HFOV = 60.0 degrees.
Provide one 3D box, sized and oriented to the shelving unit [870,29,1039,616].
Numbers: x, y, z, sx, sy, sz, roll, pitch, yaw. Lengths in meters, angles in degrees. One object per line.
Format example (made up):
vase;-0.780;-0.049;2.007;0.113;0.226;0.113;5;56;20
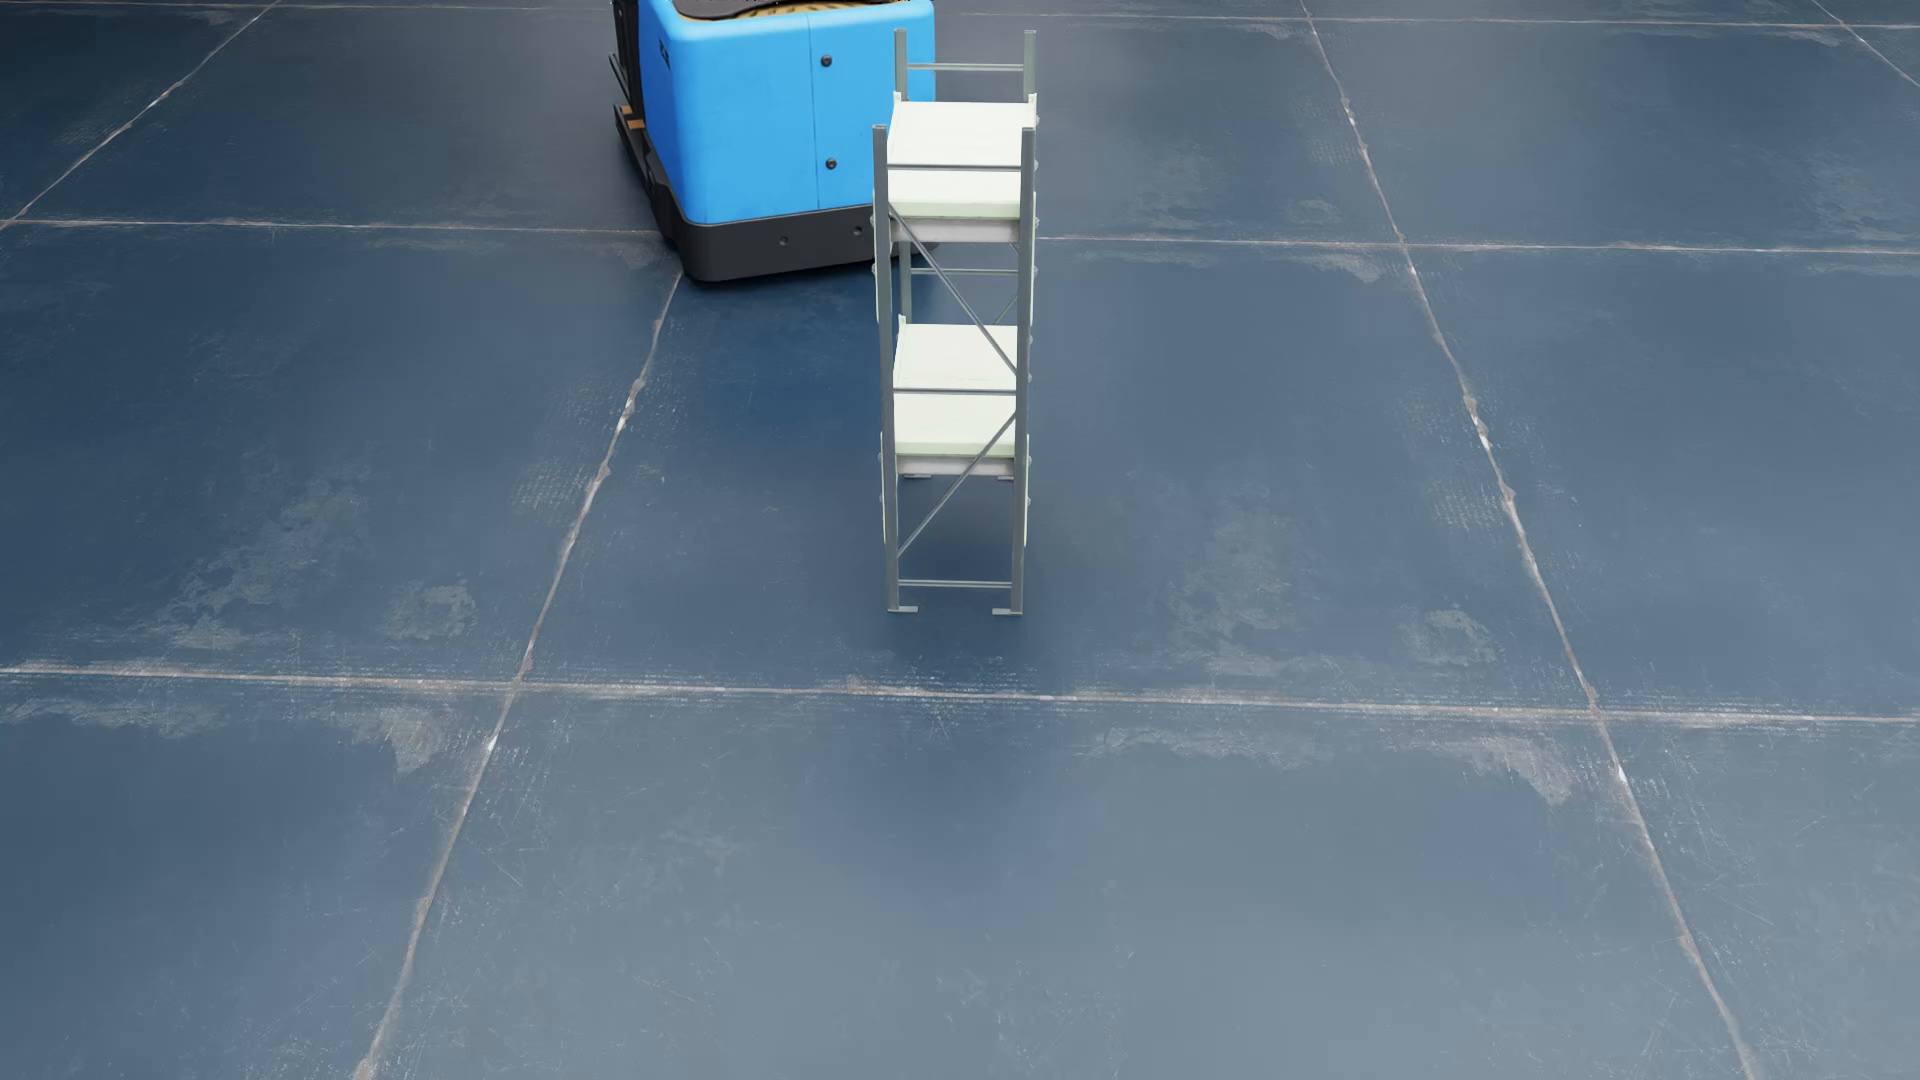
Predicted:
shelving unit;0.000;-0.610;4.813;0.431;1.500;0.755;1;35;2

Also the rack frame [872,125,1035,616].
rack frame;-0.015;-0.399;4.514;0.400;1.500;0.023;1;35;2

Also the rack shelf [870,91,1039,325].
rack shelf;0.000;-0.929;4.589;0.431;0.370;0.720;1;35;2

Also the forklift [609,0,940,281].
forklift;-1.017;-3.068;7.066;1.130;2.935;3.031;-11;36;-15

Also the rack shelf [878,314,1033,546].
rack shelf;0.000;-0.343;5.001;0.431;0.370;0.720;1;35;2

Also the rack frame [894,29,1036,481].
rack frame;0.014;-0.820;5.113;0.400;1.500;0.023;1;35;2
